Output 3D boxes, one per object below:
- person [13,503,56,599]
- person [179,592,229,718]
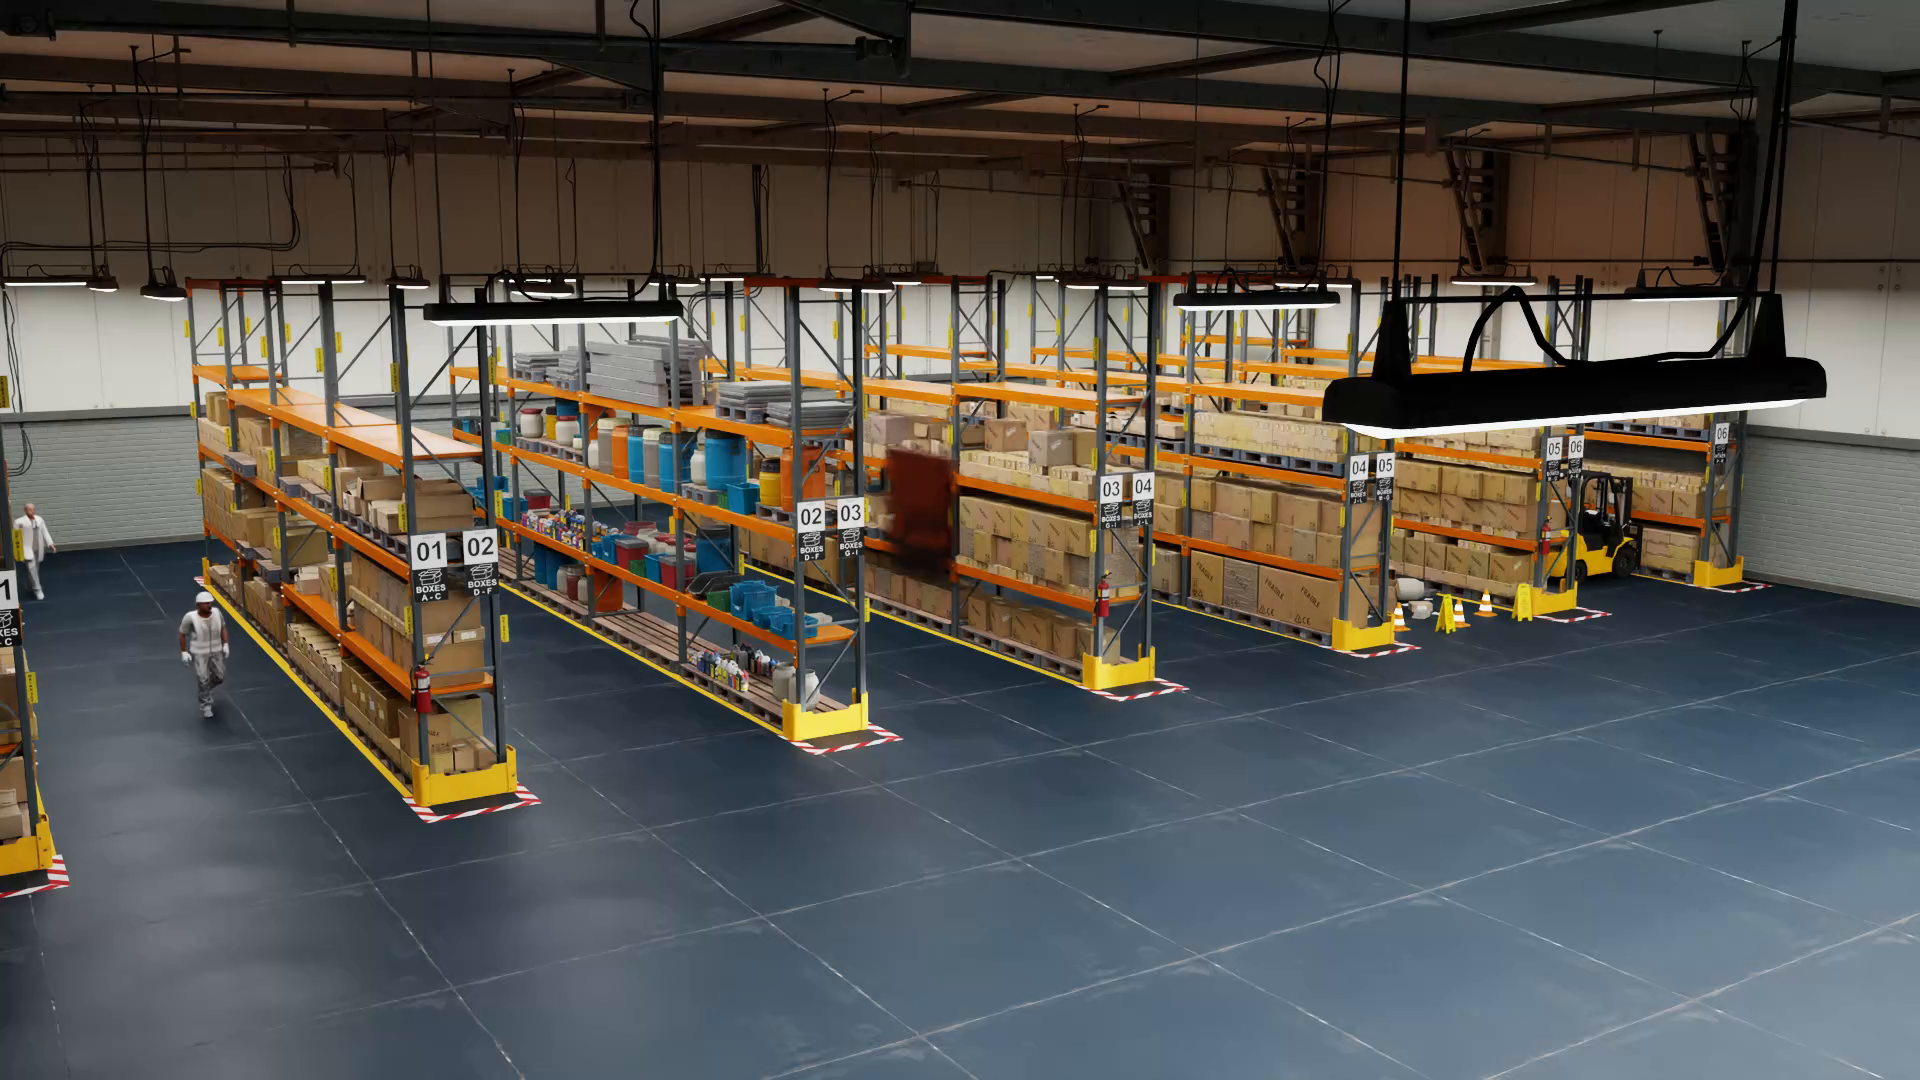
[{"bbox_3d":[-17.626,0.179,31.638,1.032,1.769,0.661,7,12,35],"label":"person"},{"bbox_3d":[-10.661,1.572,23.416,0.700,1.763,0.644,9,13,42],"label":"person"}]
